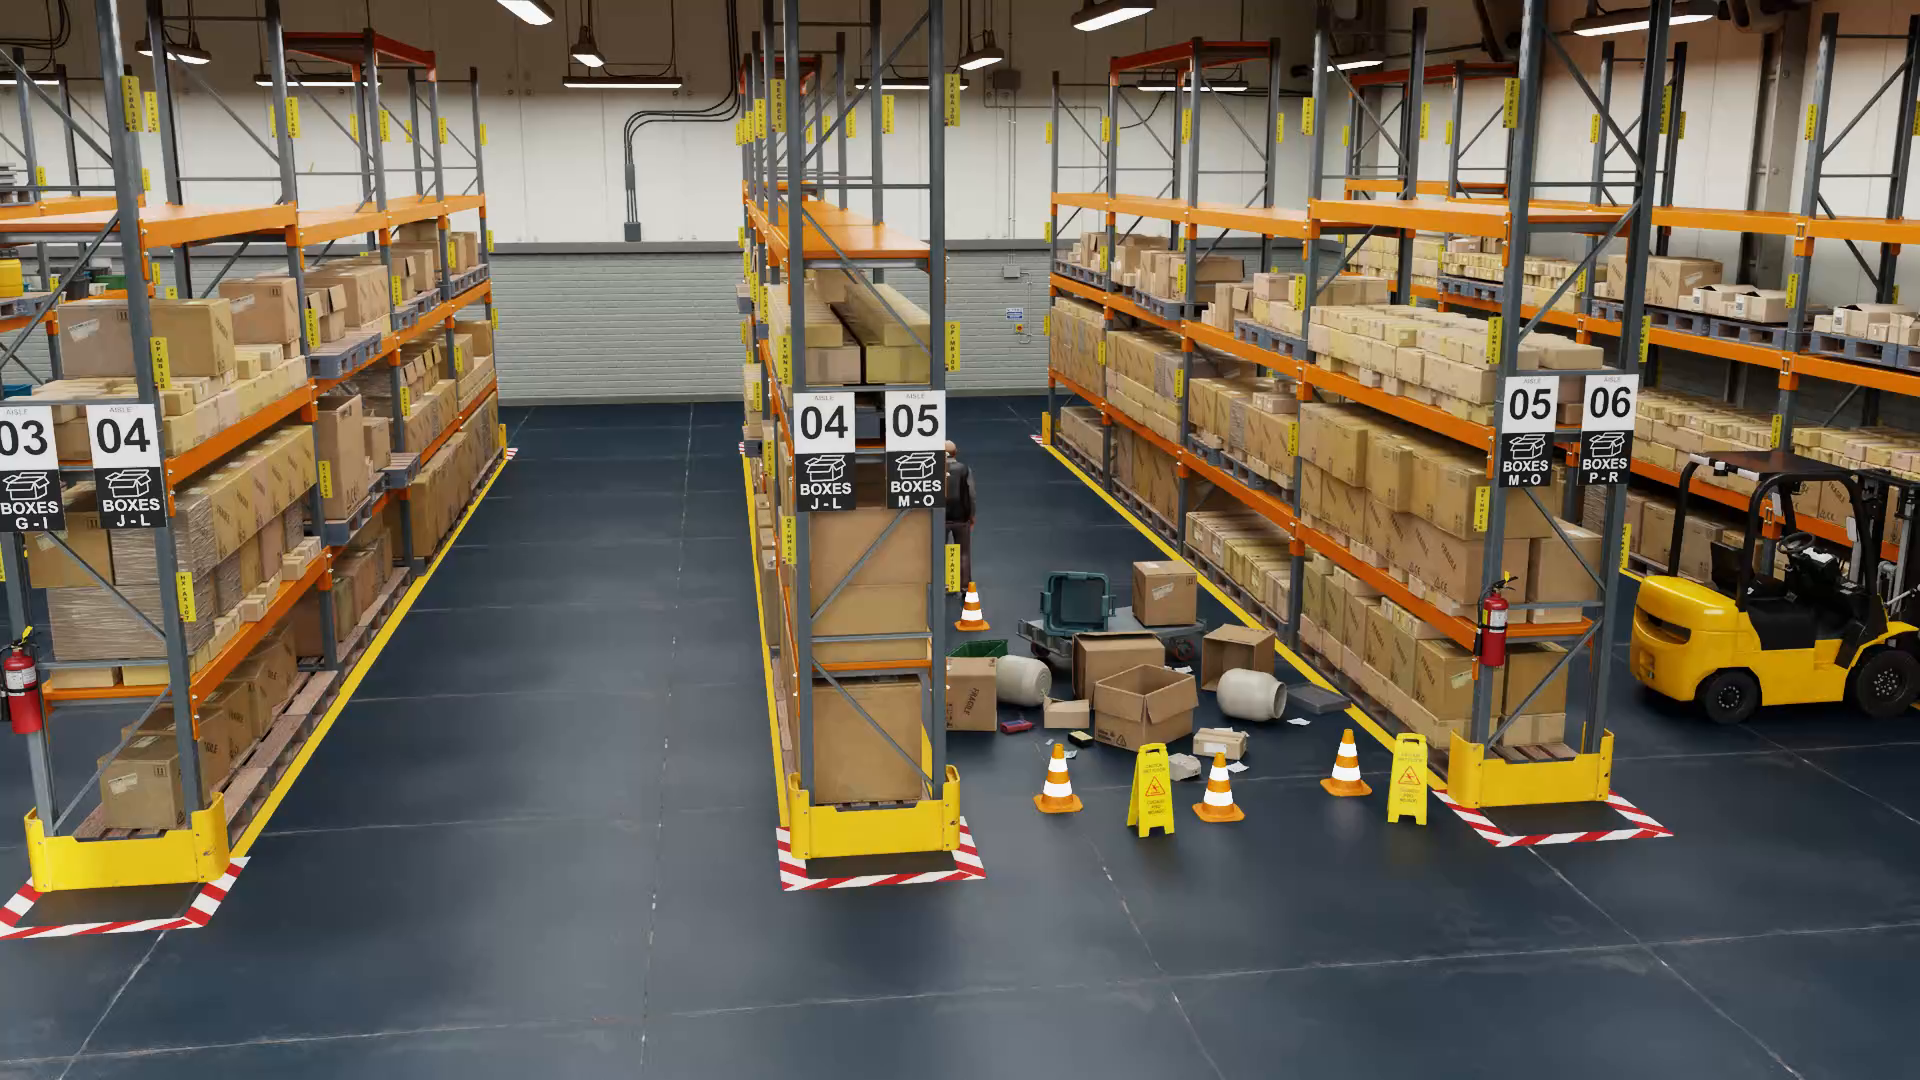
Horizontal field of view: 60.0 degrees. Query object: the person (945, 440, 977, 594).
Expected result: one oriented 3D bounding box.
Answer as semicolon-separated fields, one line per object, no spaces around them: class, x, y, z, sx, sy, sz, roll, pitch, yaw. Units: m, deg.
person;-0.103;-0.188;17.948;0.580;1.563;0.407;-2;13;-8
